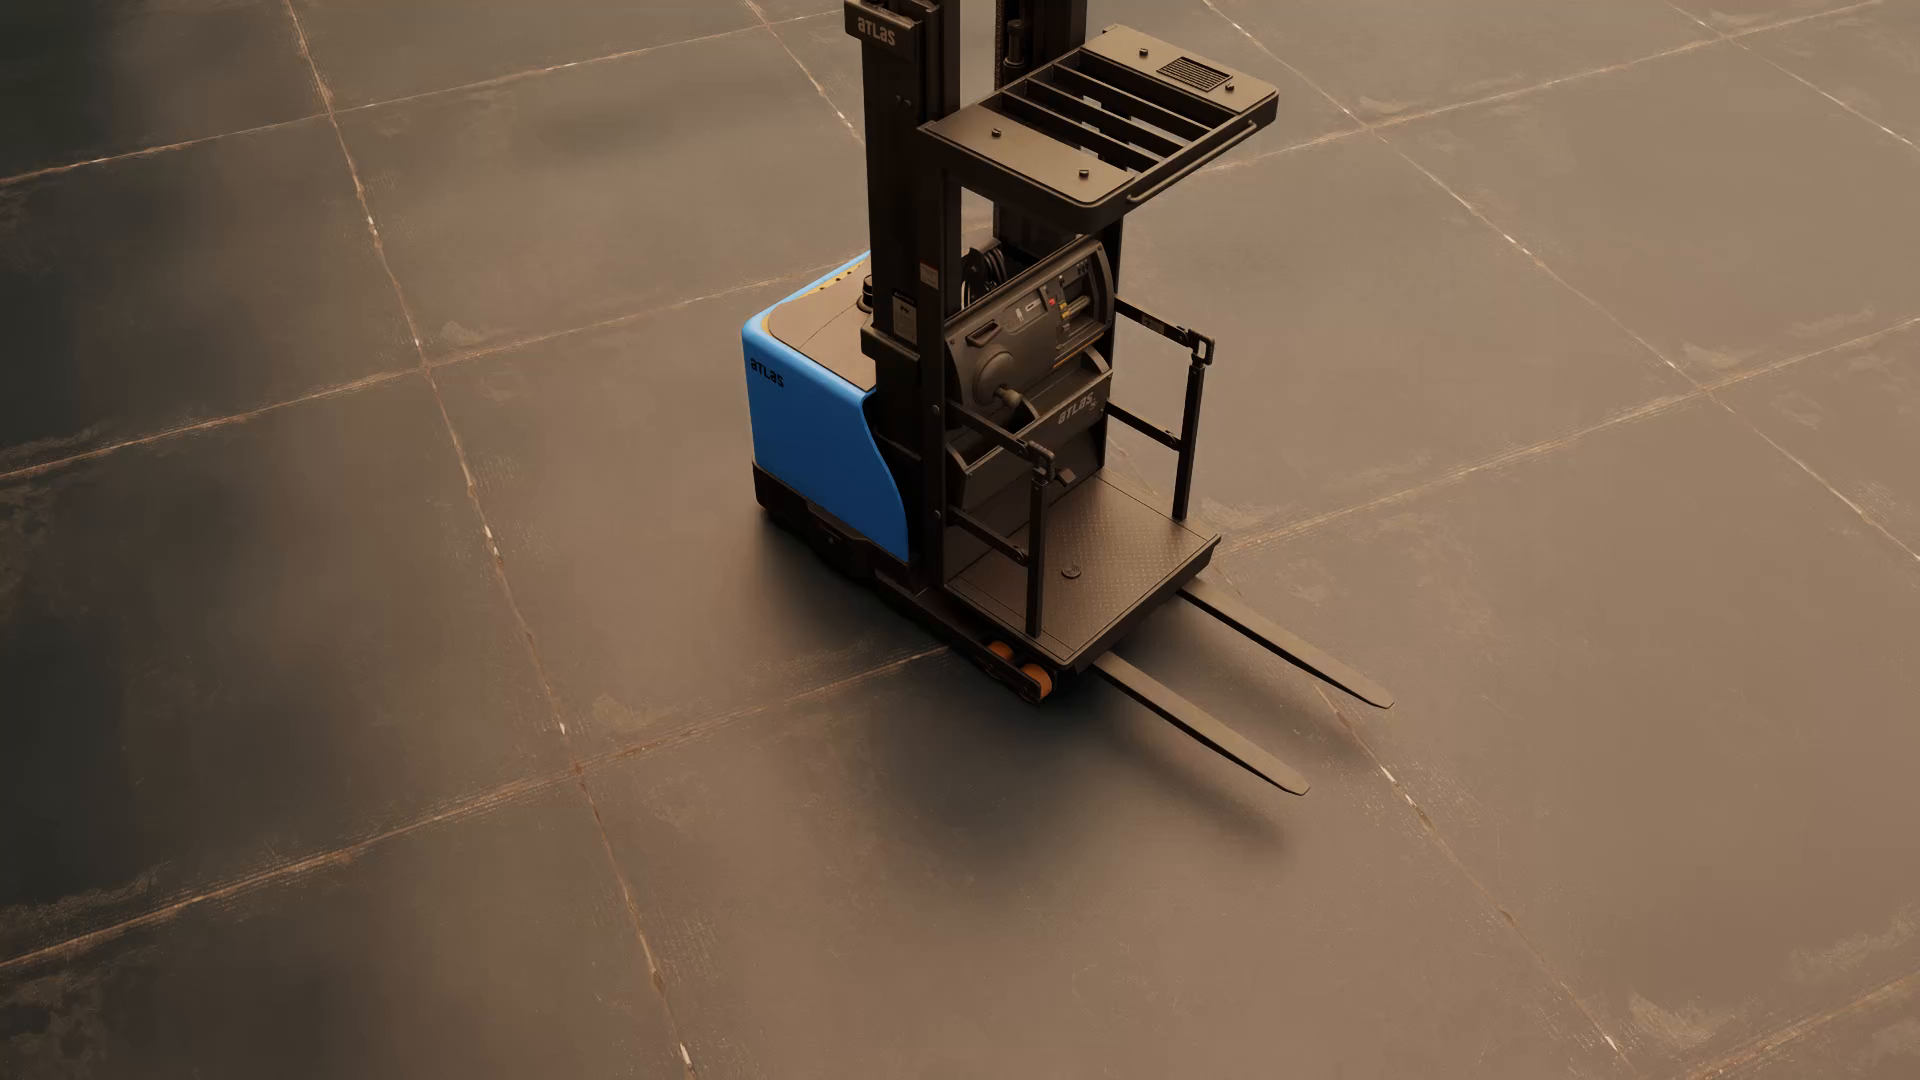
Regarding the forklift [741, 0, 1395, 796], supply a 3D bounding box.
[{"bbox_3d":[0.445,-0.788,6.525,3.031,2.935,1.130,32,52,30],"label":"forklift"}]
